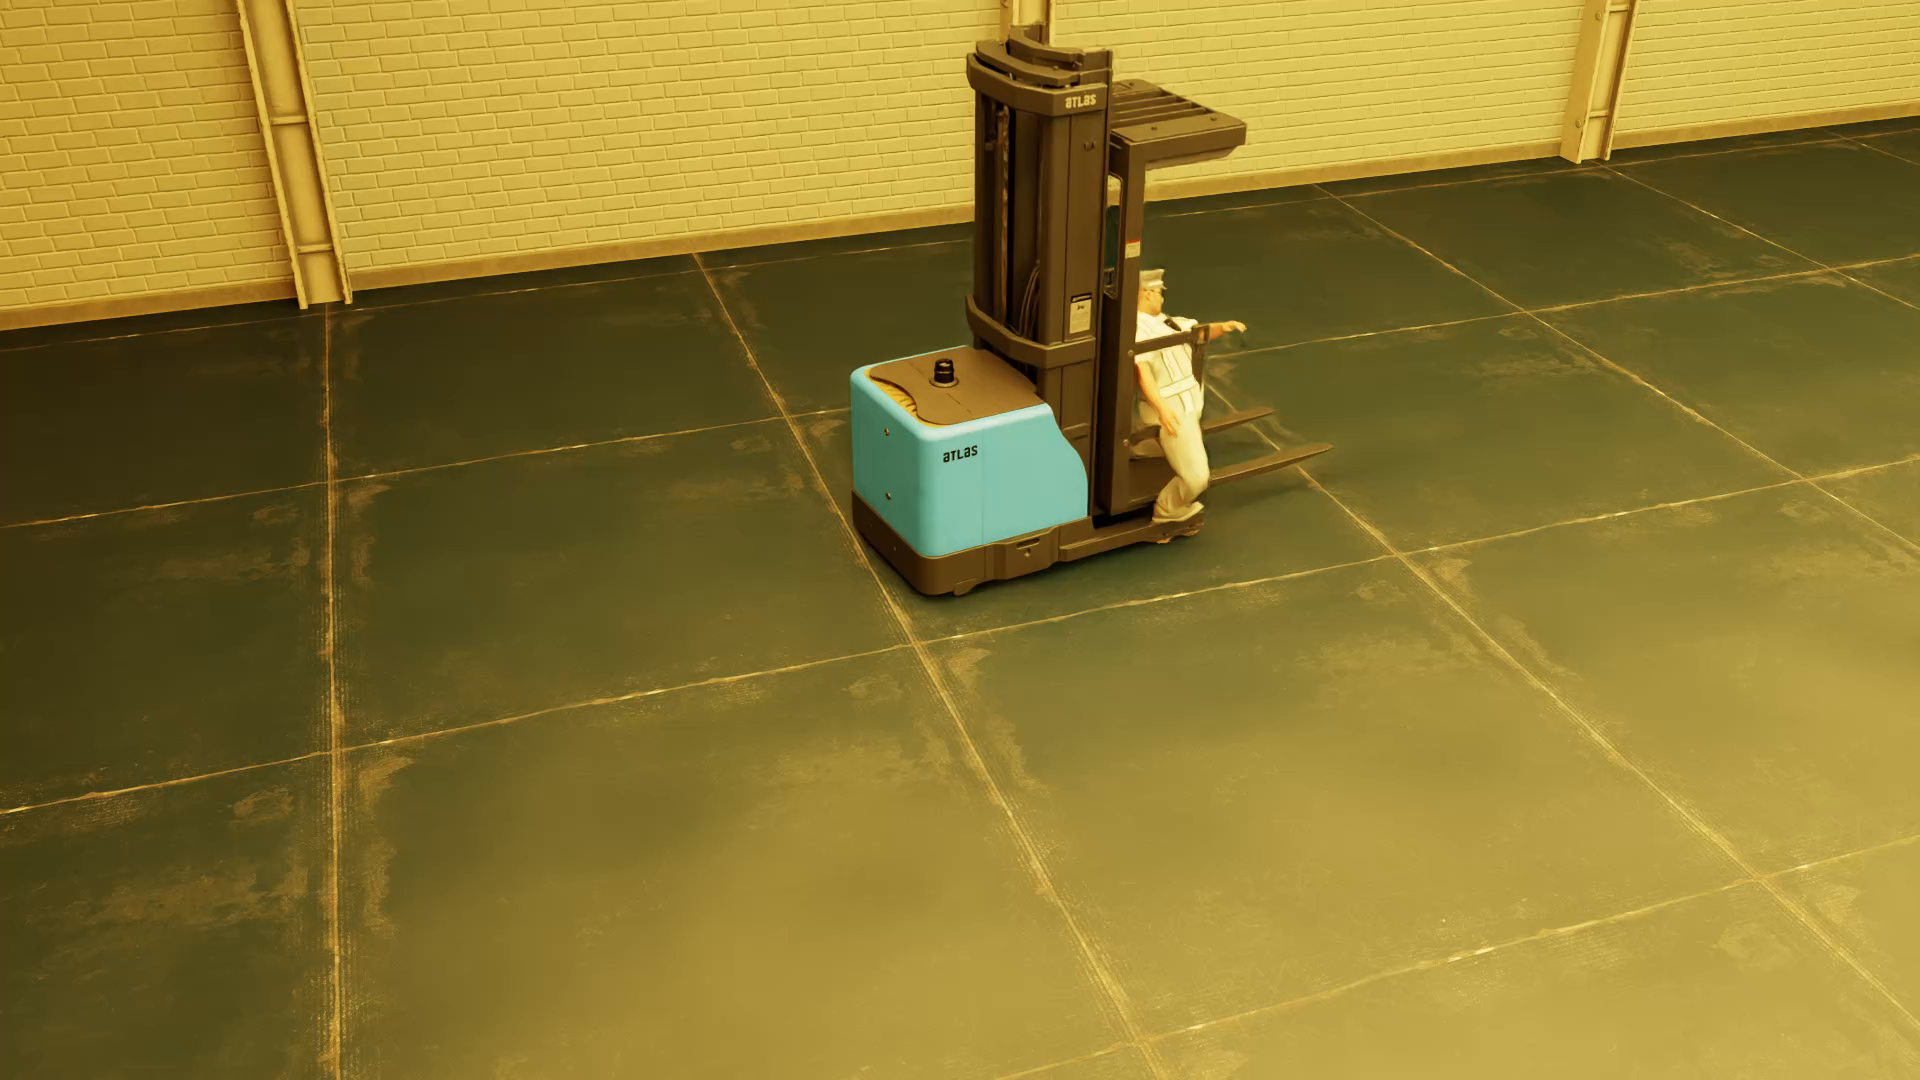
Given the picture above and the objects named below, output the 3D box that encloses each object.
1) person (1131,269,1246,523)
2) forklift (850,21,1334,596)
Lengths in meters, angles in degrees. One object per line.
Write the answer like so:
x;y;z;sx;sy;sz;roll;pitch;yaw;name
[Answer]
1.206;-0.741;9.684;0.818;1.551;0.968;6;30;10;person
0.896;-1.466;9.635;3.031;2.935;1.130;-15;33;-24;forklift
